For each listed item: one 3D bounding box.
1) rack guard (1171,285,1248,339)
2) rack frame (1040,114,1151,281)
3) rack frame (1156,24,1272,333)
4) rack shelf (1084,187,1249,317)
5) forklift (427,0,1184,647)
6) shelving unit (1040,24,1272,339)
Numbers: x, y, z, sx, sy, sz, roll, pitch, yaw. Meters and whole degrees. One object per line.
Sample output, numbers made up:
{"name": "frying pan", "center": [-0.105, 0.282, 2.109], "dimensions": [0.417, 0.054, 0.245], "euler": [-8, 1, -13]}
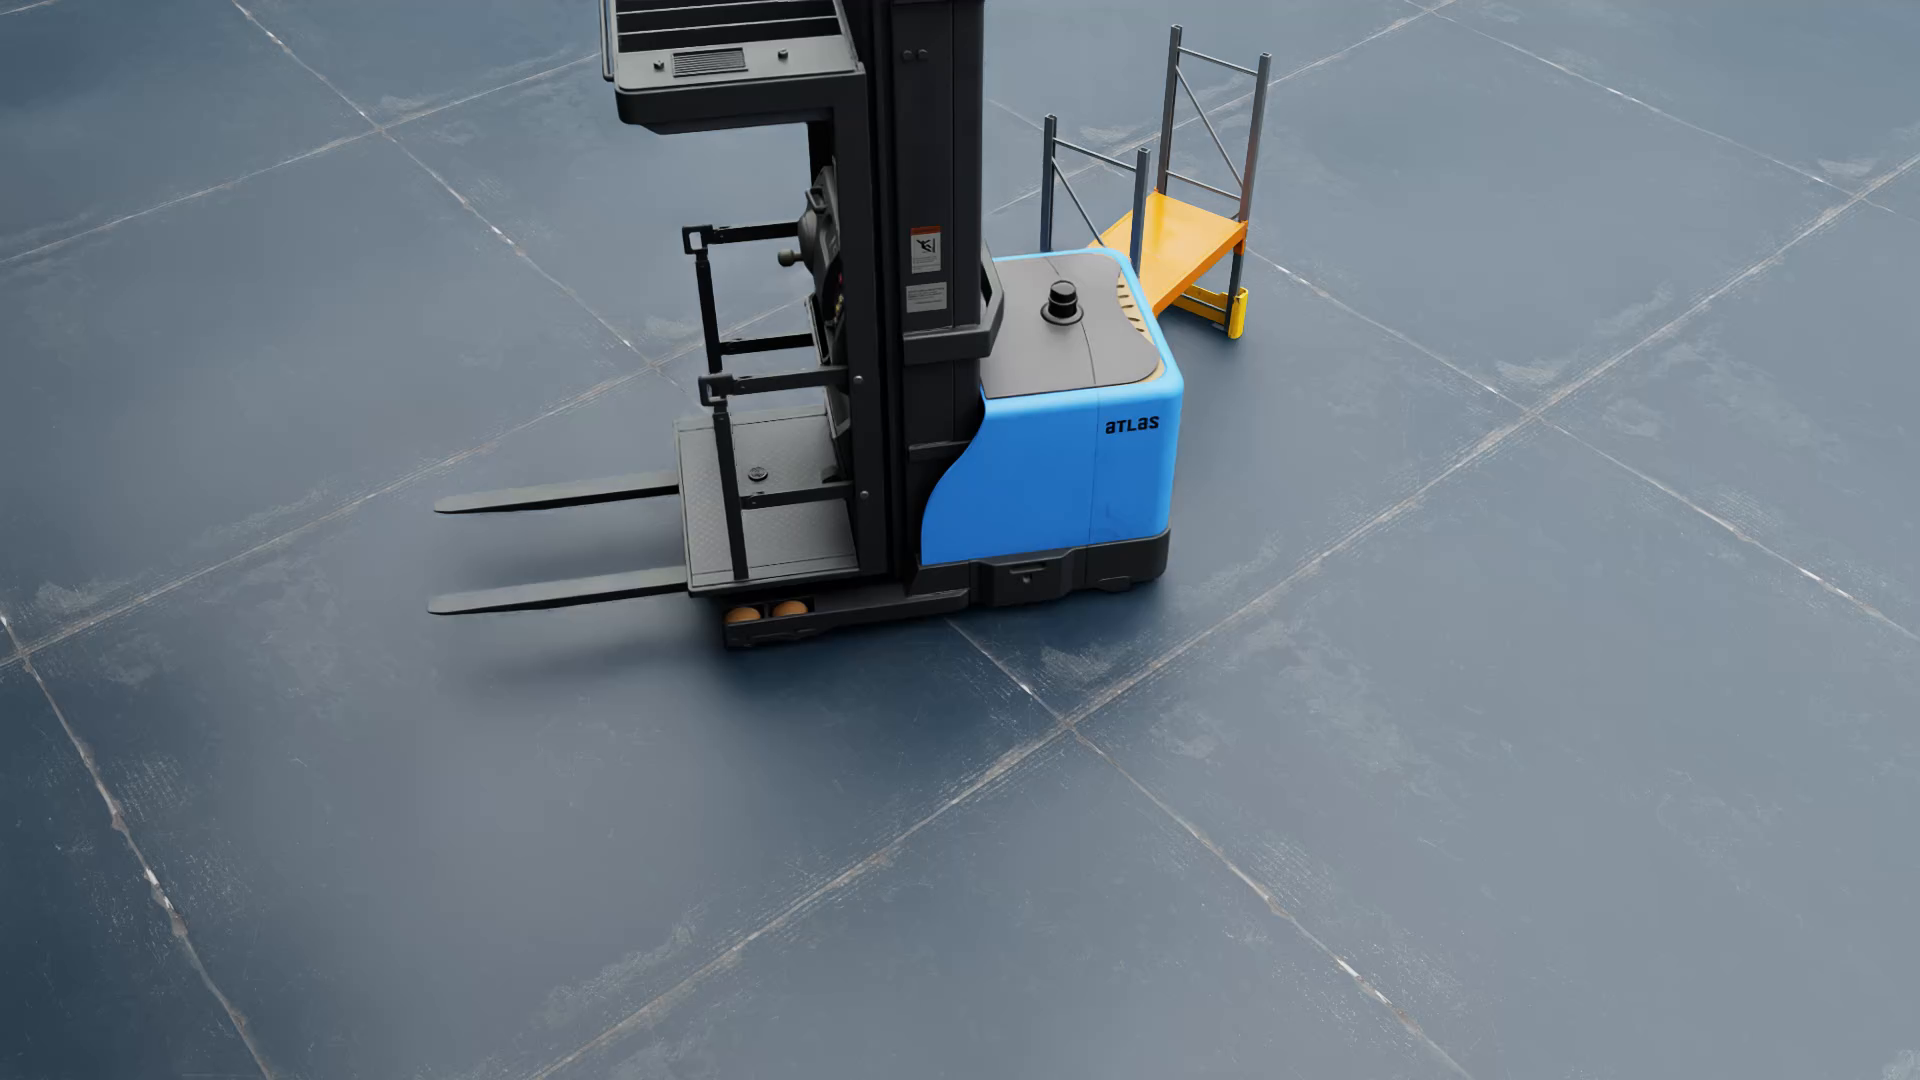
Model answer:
{"name": "rack guard", "center": [1.167, -1.233, 8.380], "dimensions": [0.587, 0.250, 0.087], "euler": [27, 49, 26]}
{"name": "rack frame", "center": [0.564, -1.129, 7.357], "dimensions": [0.500, 1.500, 0.032], "euler": [27, 49, 26]}
{"name": "rack frame", "center": [1.167, -1.689, 7.953], "dimensions": [0.500, 1.500, 0.032], "euler": [27, 49, 26]}
{"name": "rack shelf", "center": [0.865, -1.278, 7.778], "dimensions": [0.538, 0.185, 1.000], "euler": [27, 49, 26]}
{"name": "forklift", "center": [-0.692, -1.027, 6.203], "dimensions": [3.031, 2.935, 1.130], "euler": [-7, 44, -7]}
{"name": "shelving unit", "center": [0.871, -1.414, 7.660], "dimensions": [0.587, 1.500, 1.083], "euler": [27, 49, 26]}
